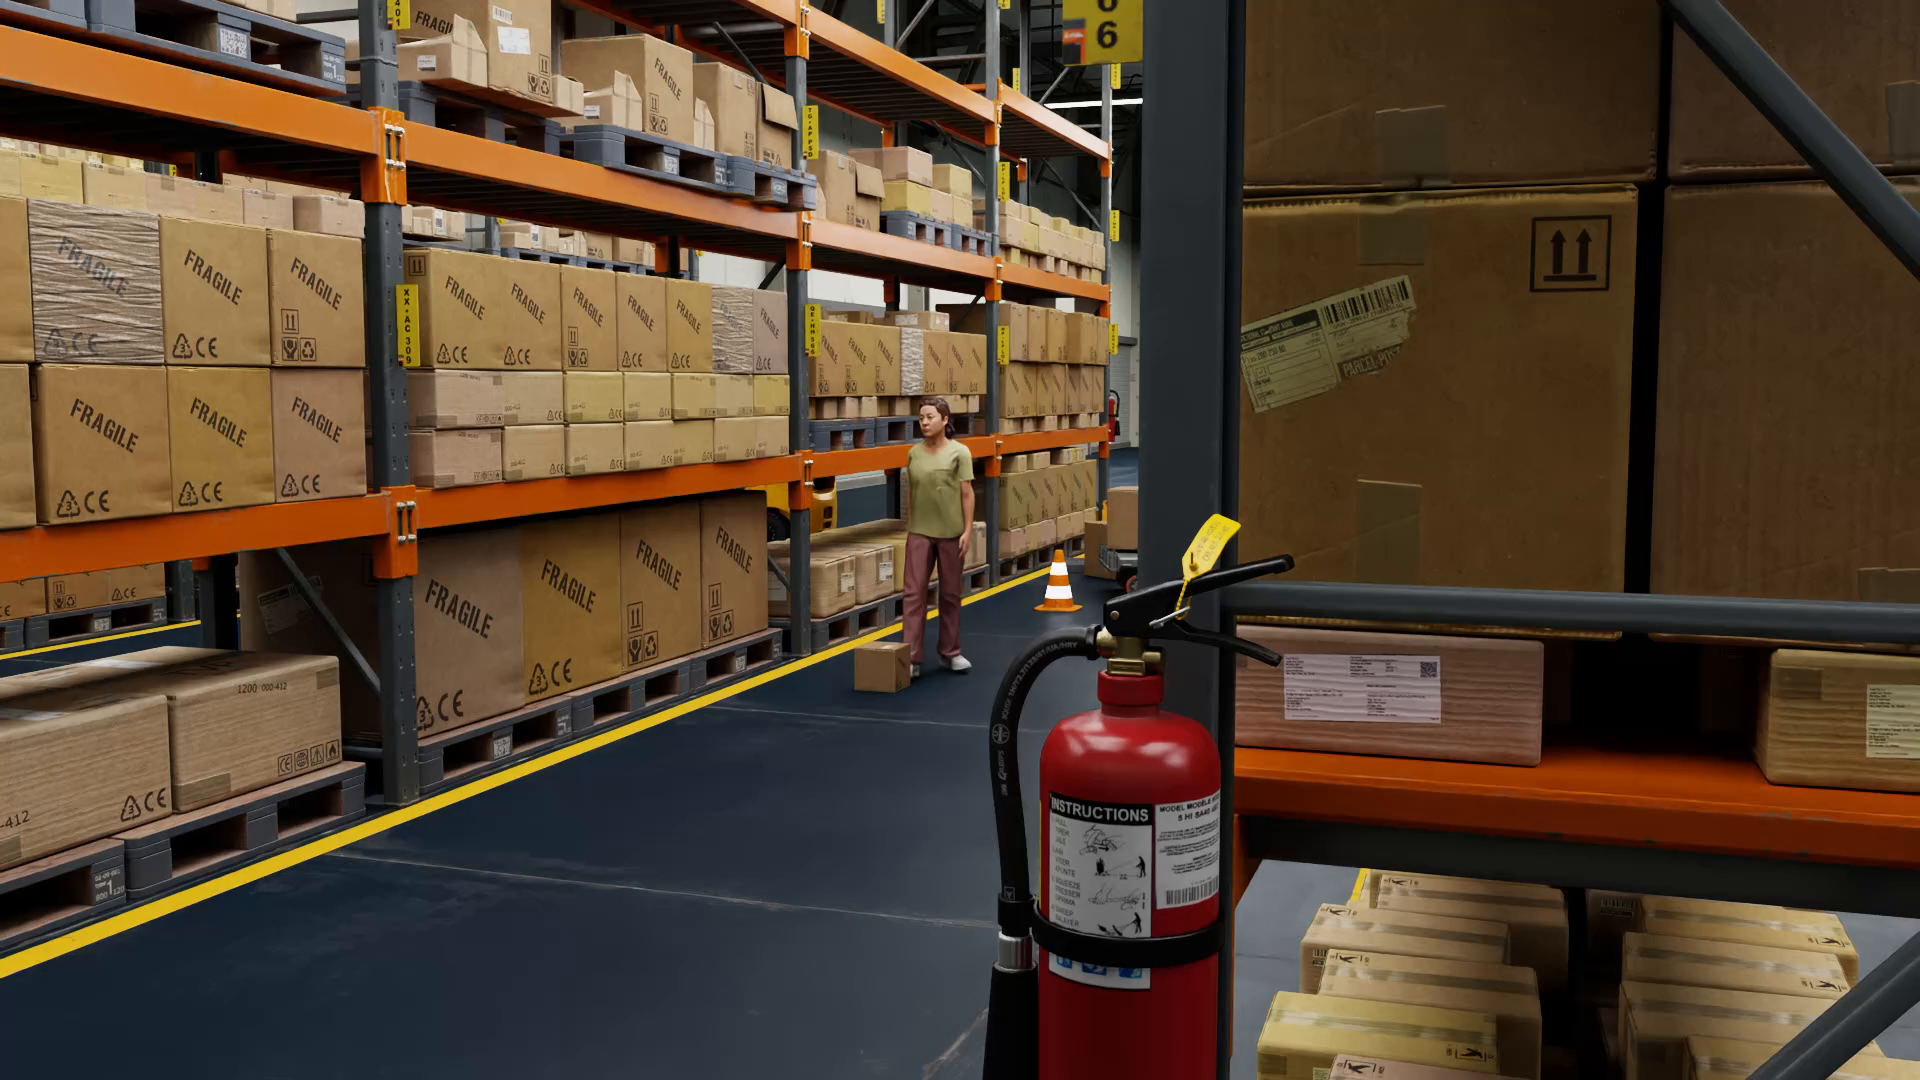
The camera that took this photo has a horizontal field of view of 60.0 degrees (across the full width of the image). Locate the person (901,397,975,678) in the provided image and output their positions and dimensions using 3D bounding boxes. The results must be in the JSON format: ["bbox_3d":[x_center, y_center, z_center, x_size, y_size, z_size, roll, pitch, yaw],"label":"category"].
[{"bbox_3d":[-0.135,-0.020,9.881,0.444,1.659,0.658,1,5,12],"label":"person"}]
